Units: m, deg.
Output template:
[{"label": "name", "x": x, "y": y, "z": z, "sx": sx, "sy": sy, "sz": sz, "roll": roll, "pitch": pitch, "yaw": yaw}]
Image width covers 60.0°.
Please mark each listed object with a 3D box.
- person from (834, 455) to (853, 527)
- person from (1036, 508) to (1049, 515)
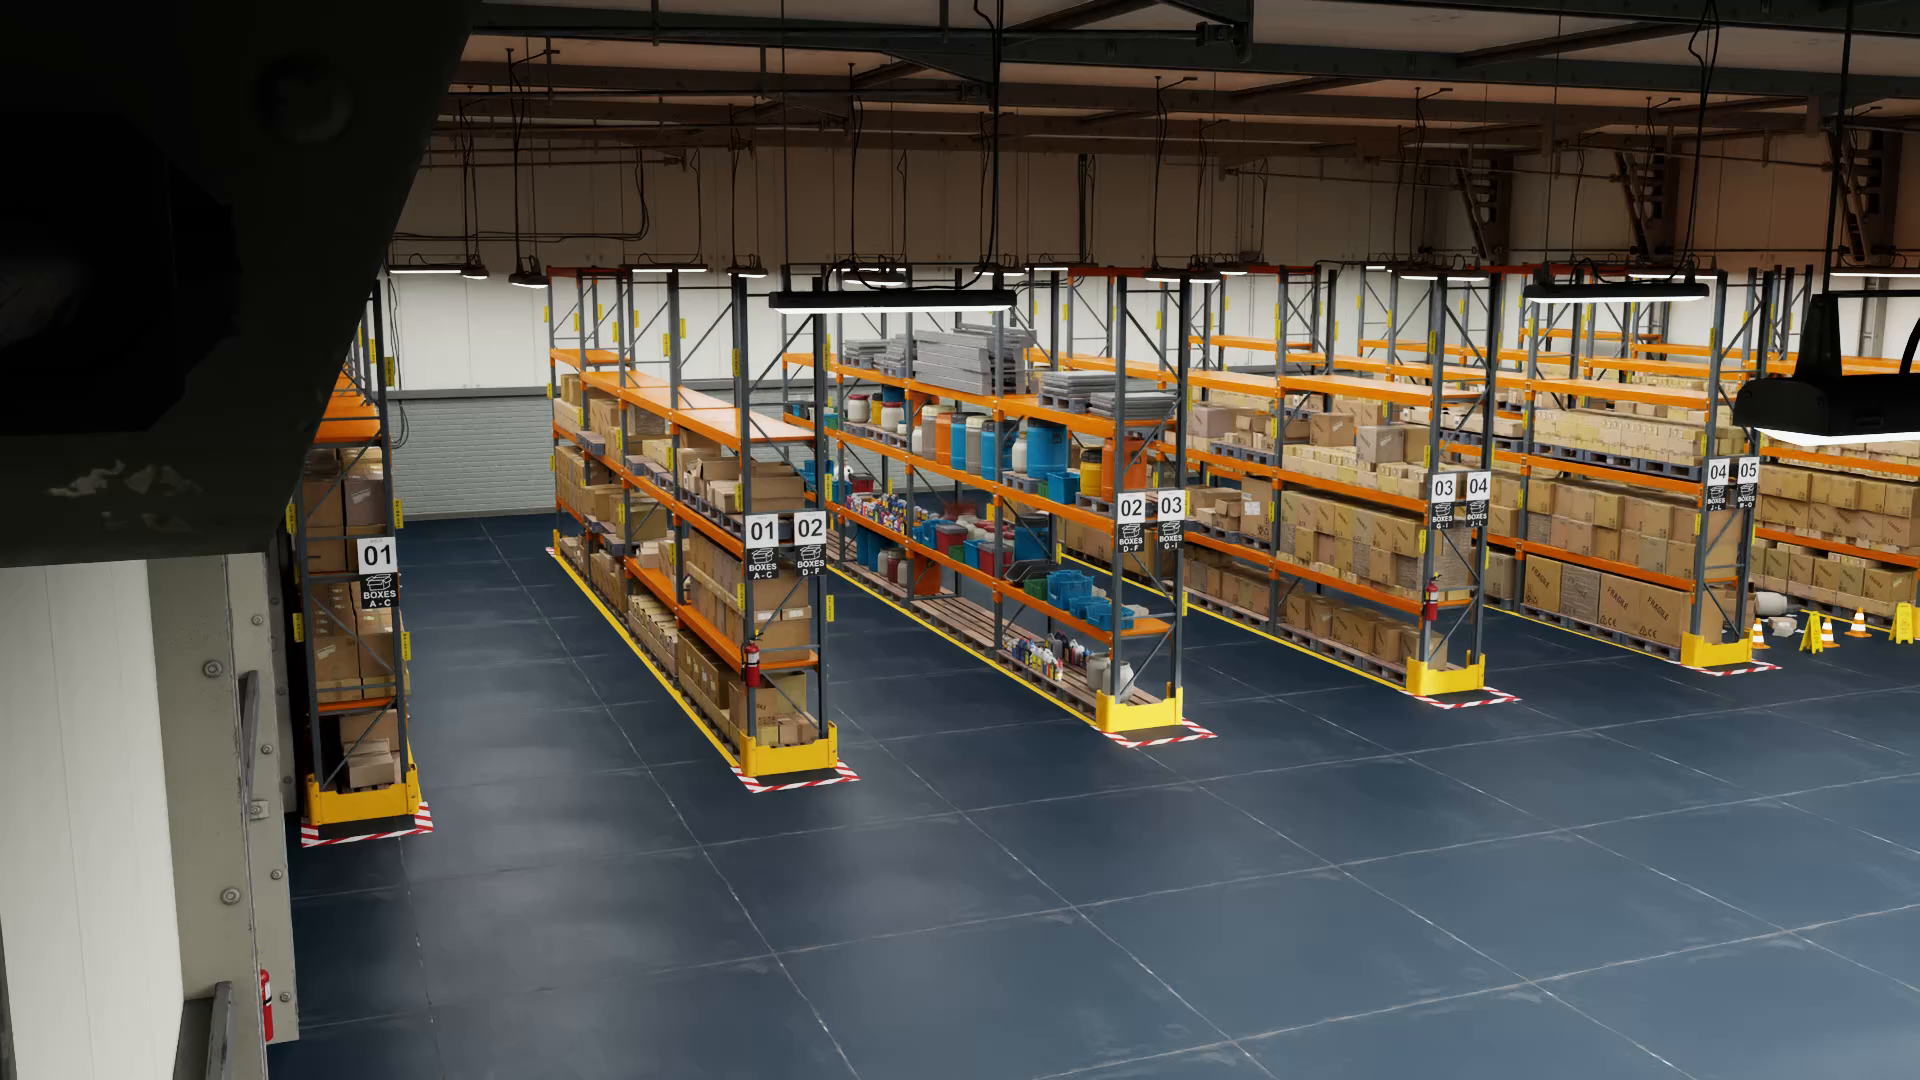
[{"label": "person", "x": -2.651, "y": -1.164, "z": 38.461, "sx": 0.510, "sy": 1.615, "sz": 1.015, "roll": -6, "pitch": 11, "yaw": -30}, {"label": "person", "x": 1.589, "y": 0.041, "z": 31.628, "sx": 0.509, "sy": 1.673, "sz": 0.495, "roll": -3, "pitch": 10, "yaw": -19}]
